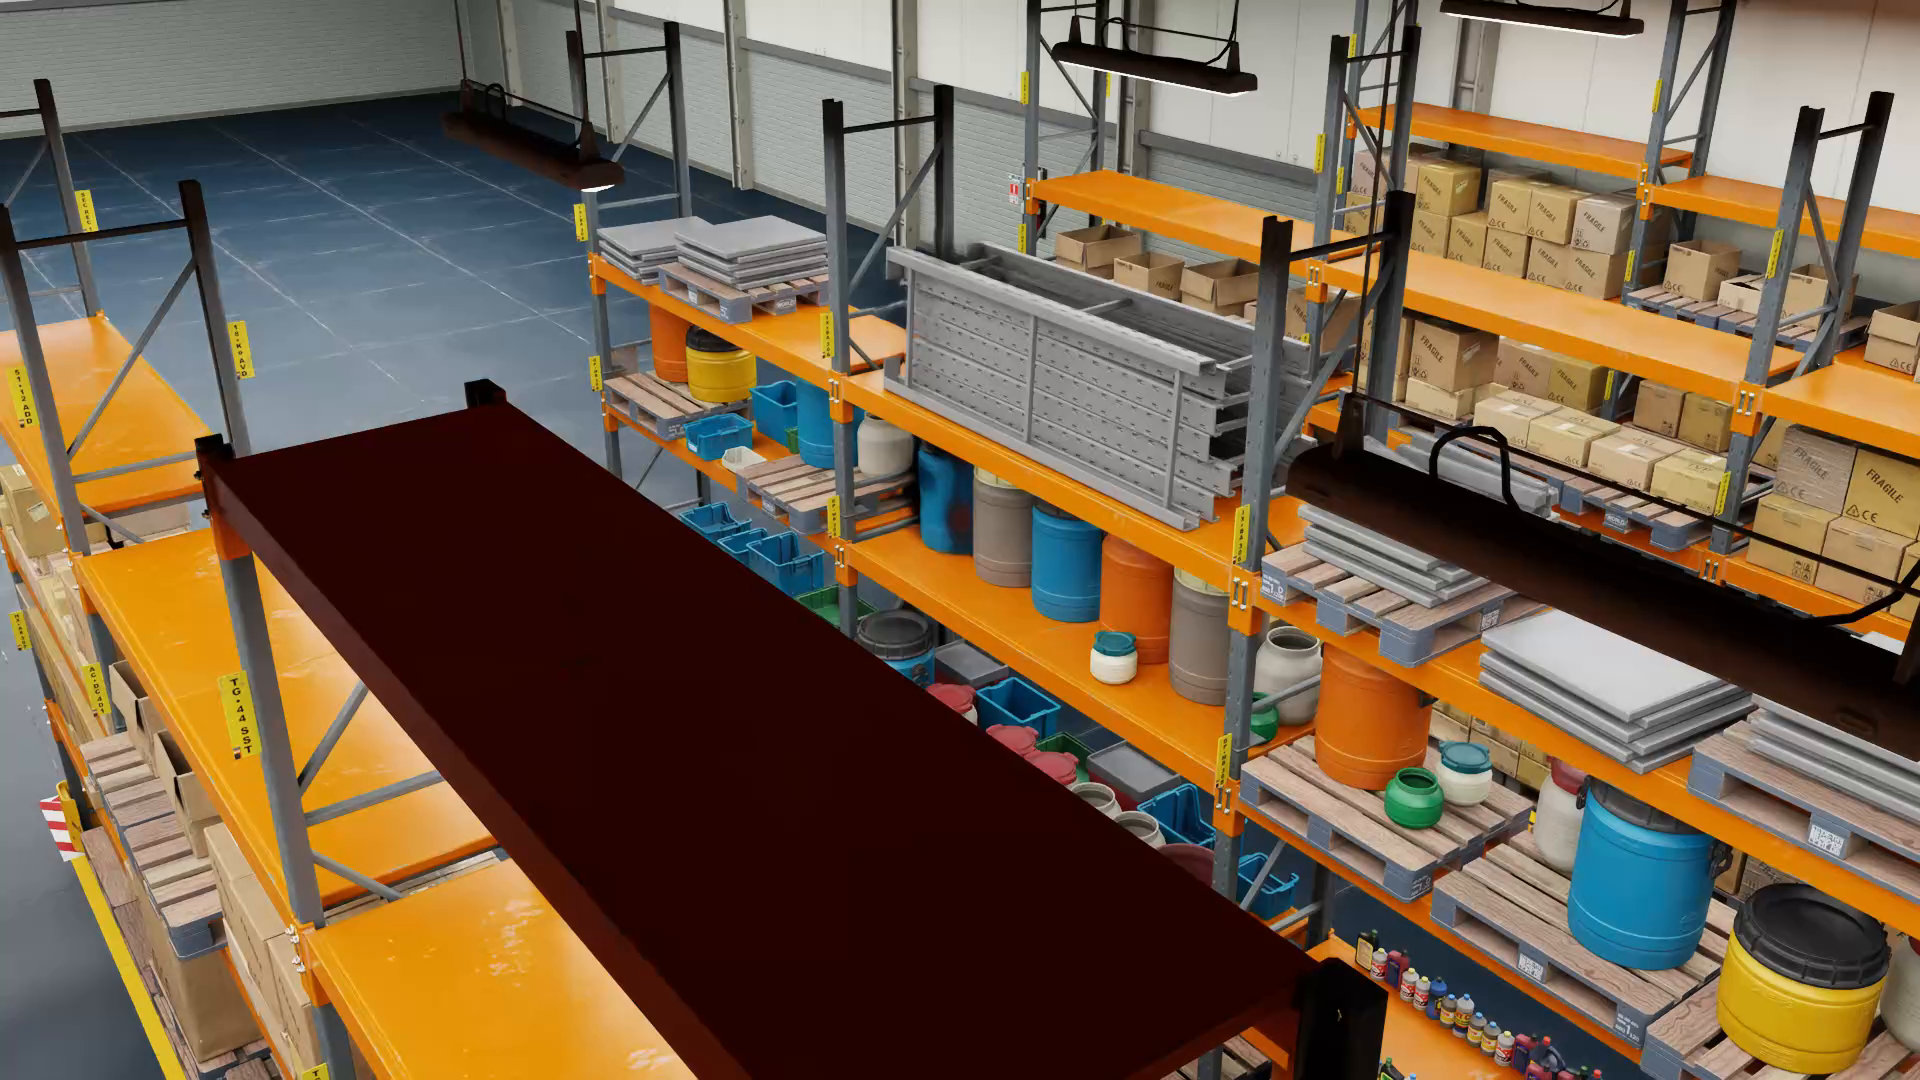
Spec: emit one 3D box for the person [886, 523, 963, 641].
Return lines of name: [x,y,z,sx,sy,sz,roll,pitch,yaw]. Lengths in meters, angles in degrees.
person: [-0.330,0.333,16.423,1.068,1.580,0.718,4,25,9]
